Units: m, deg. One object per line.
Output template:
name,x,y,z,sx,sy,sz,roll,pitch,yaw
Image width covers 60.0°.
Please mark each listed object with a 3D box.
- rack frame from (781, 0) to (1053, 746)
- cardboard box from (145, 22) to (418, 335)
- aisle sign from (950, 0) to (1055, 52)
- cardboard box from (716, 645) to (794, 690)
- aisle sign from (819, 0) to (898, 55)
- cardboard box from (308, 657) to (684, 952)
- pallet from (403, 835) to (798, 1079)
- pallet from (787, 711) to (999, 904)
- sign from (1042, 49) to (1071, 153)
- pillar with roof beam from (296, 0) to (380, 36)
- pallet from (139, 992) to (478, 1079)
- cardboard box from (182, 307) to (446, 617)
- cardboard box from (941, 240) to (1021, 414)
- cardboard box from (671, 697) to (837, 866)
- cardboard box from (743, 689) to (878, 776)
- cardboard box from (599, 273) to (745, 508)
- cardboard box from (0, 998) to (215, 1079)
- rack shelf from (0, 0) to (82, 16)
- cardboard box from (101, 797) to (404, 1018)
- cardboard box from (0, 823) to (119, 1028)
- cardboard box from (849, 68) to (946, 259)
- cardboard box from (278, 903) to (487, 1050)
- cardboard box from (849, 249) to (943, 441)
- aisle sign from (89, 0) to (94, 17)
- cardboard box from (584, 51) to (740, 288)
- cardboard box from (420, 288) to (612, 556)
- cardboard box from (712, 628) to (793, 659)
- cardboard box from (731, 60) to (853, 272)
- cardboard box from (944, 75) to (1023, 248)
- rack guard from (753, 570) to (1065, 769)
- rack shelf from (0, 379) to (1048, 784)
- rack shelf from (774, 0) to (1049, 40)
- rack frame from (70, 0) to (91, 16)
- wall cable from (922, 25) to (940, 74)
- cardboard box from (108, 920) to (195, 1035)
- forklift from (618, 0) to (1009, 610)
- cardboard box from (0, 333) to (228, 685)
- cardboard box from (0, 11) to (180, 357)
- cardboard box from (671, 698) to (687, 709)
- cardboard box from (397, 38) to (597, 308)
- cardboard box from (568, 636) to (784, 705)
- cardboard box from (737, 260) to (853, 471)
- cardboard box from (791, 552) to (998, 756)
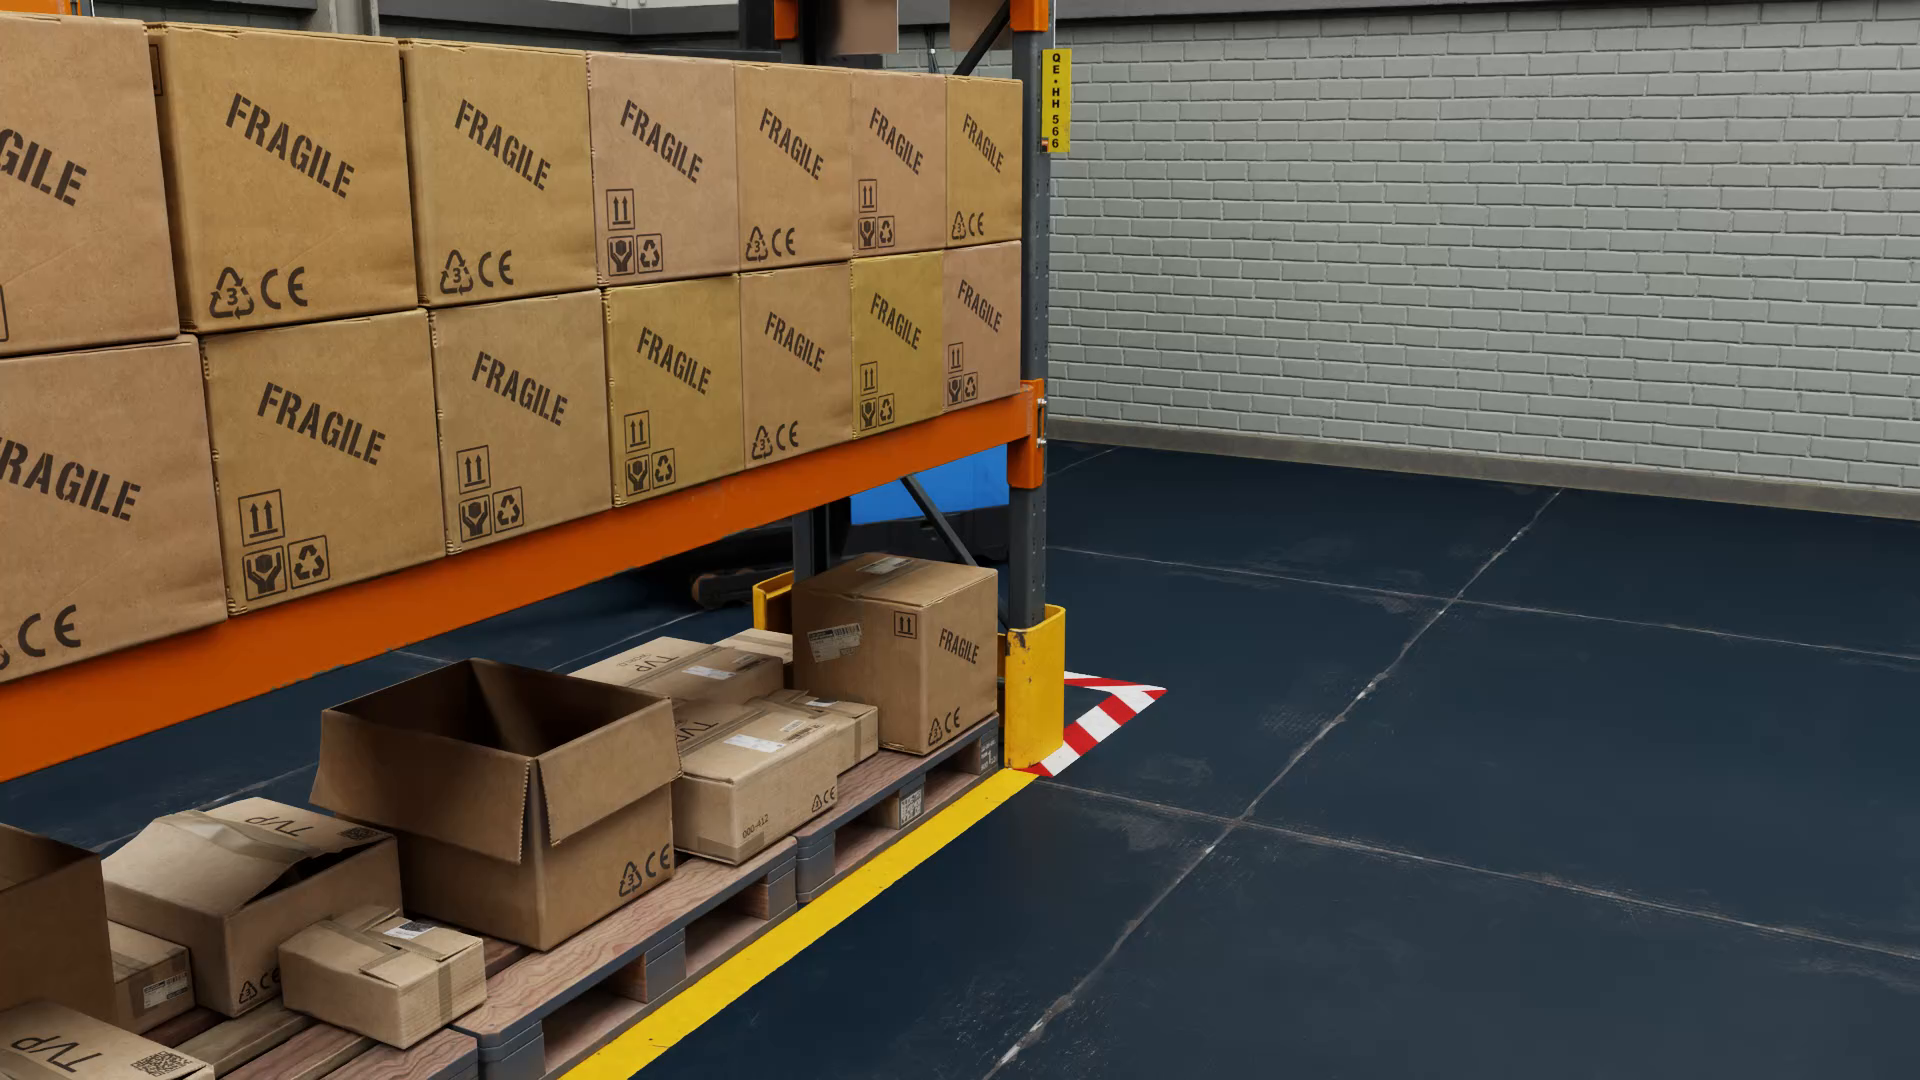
rack frame,-0.163,-0.778,5.860,1.000,3.000,0.127,7,15,28
cardboard box,-1.373,-0.663,3.035,0.500,0.500,0.500,7,15,26
aisle sign,0.138,-2.021,5.470,0.394,0.787,0.004,7,15,28
cardboard box,-0.787,0.484,5.733,0.380,0.166,0.250,7,15,28
aisle sign,-0.387,-2.089,5.752,0.394,0.787,0.004,7,15,28
cardboard box,-1.193,0.656,4.298,0.797,0.503,0.637,7,15,28
pallet,-1.175,1.006,4.409,1.003,0.211,1.213,7,15,28
pallet,-0.584,0.757,5.443,1.003,0.211,1.213,7,15,28
sign,0.313,-1.427,5.410,0.100,0.325,0.005,7,15,28
pillar with roof beam,-0.184,-4.419,8.163,9.100,9.000,0.400,7,15,28
pallet,-1.764,1.258,3.367,1.003,0.211,1.213,7,15,28
cardboard box,-1.367,-0.185,3.187,0.500,0.500,0.500,8,16,29
cardboard box,-0.141,-0.704,5.339,0.500,0.500,0.500,8,16,30
cardboard box,-0.696,0.676,4.758,0.500,0.250,0.500,7,15,28
cardboard box,-0.485,0.598,5.260,0.380,0.166,0.250,7,15,28
cardboard box,-0.879,-0.392,4.045,0.500,0.500,0.500,7,15,27
cardboard box,-1.704,1.074,2.975,0.500,0.311,0.500,7,15,28
rack shelf,-5.468,-2.037,6.216,1.077,0.370,4.000,7,15,28
cardboard box,-1.707,0.833,3.976,0.500,0.311,0.500,7,15,28
cardboard box,-2.069,0.895,3.316,0.500,0.500,0.500,7,15,28
cardboard box,-0.381,-1.086,4.793,0.500,0.500,0.500,8,16,30
cardboard box,-1.295,0.966,3.733,0.380,0.166,0.250,7,15,28
cardboard box,-0.389,-0.597,4.896,0.500,0.500,0.500,8,15,29
aisle sign,-4.204,-2.583,7.801,0.394,0.787,0.004,7,15,28
cardboard box,-0.876,-0.874,3.912,0.500,0.500,0.500,8,16,30
cardboard box,-1.123,-0.287,3.612,0.500,0.500,0.500,7,15,28
cardboard box,-0.666,0.441,5.948,0.380,0.149,0.250,7,15,28
cardboard box,-0.627,-0.979,4.350,0.500,0.500,0.500,8,16,30
cardboard box,-0.137,-1.190,5.223,0.500,0.500,0.500,7,15,28
rack guard,-0.200,0.453,6.088,1.175,0.500,0.348,7,15,28
rack shelf,-1.130,-0.018,4.242,1.077,0.370,4.000,7,15,28
rack shelf,-1.130,-1.476,3.891,1.077,0.370,4.000,7,15,28
rack frame,-4.501,-1.338,8.185,1.000,3.000,0.127,7,15,28
wall cable,-1.454,-3.865,12.491,3.097,2.526,0.112,7,15,28
cardboard box,-1.941,0.982,3.704,0.380,0.149,0.250,7,15,28
forklift,-1.172,-1.243,7.934,3.031,2.935,1.130,-8,16,-30
cardboard box,-1.612,-0.080,2.750,0.500,0.500,0.500,8,16,30
cardboard box,-1.622,-0.557,2.596,0.500,0.500,0.500,8,16,29
cardboard box,-1.157,0.629,4.950,0.500,0.250,0.500,7,15,28
cardboard box,-1.124,-0.768,3.473,0.500,0.500,0.500,7,15,26
cardboard box,-0.916,0.527,5.376,0.500,0.250,0.500,7,15,28
cardboard box,-0.635,-0.495,4.474,0.500,0.500,0.500,8,15,28
cardboard box,-0.210,0.363,5.523,0.500,0.500,0.500,7,15,28
